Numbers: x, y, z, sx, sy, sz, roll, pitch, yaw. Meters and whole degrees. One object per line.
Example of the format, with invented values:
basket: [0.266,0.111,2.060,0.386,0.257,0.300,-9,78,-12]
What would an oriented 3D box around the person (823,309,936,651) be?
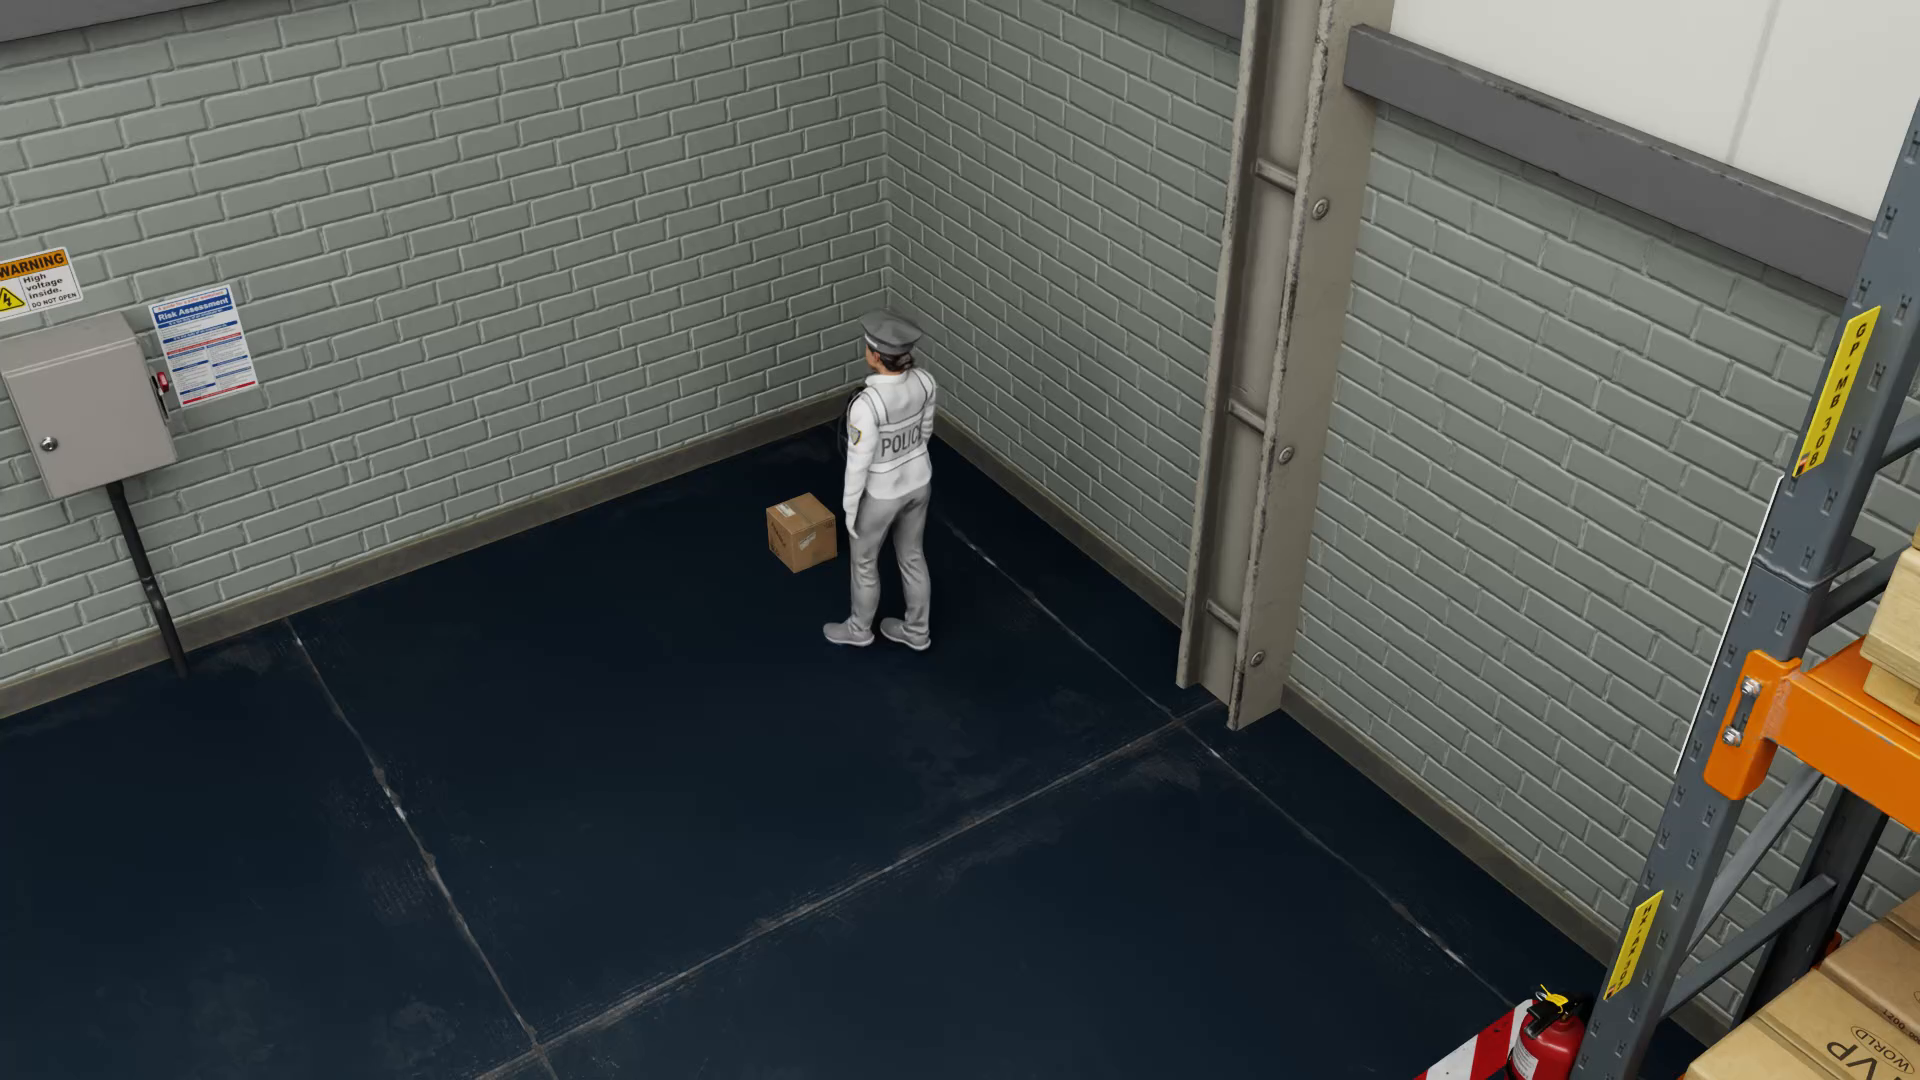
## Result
person: [-0.347,-0.223,7.294,0.508,1.697,0.480,-29,45,-33]
